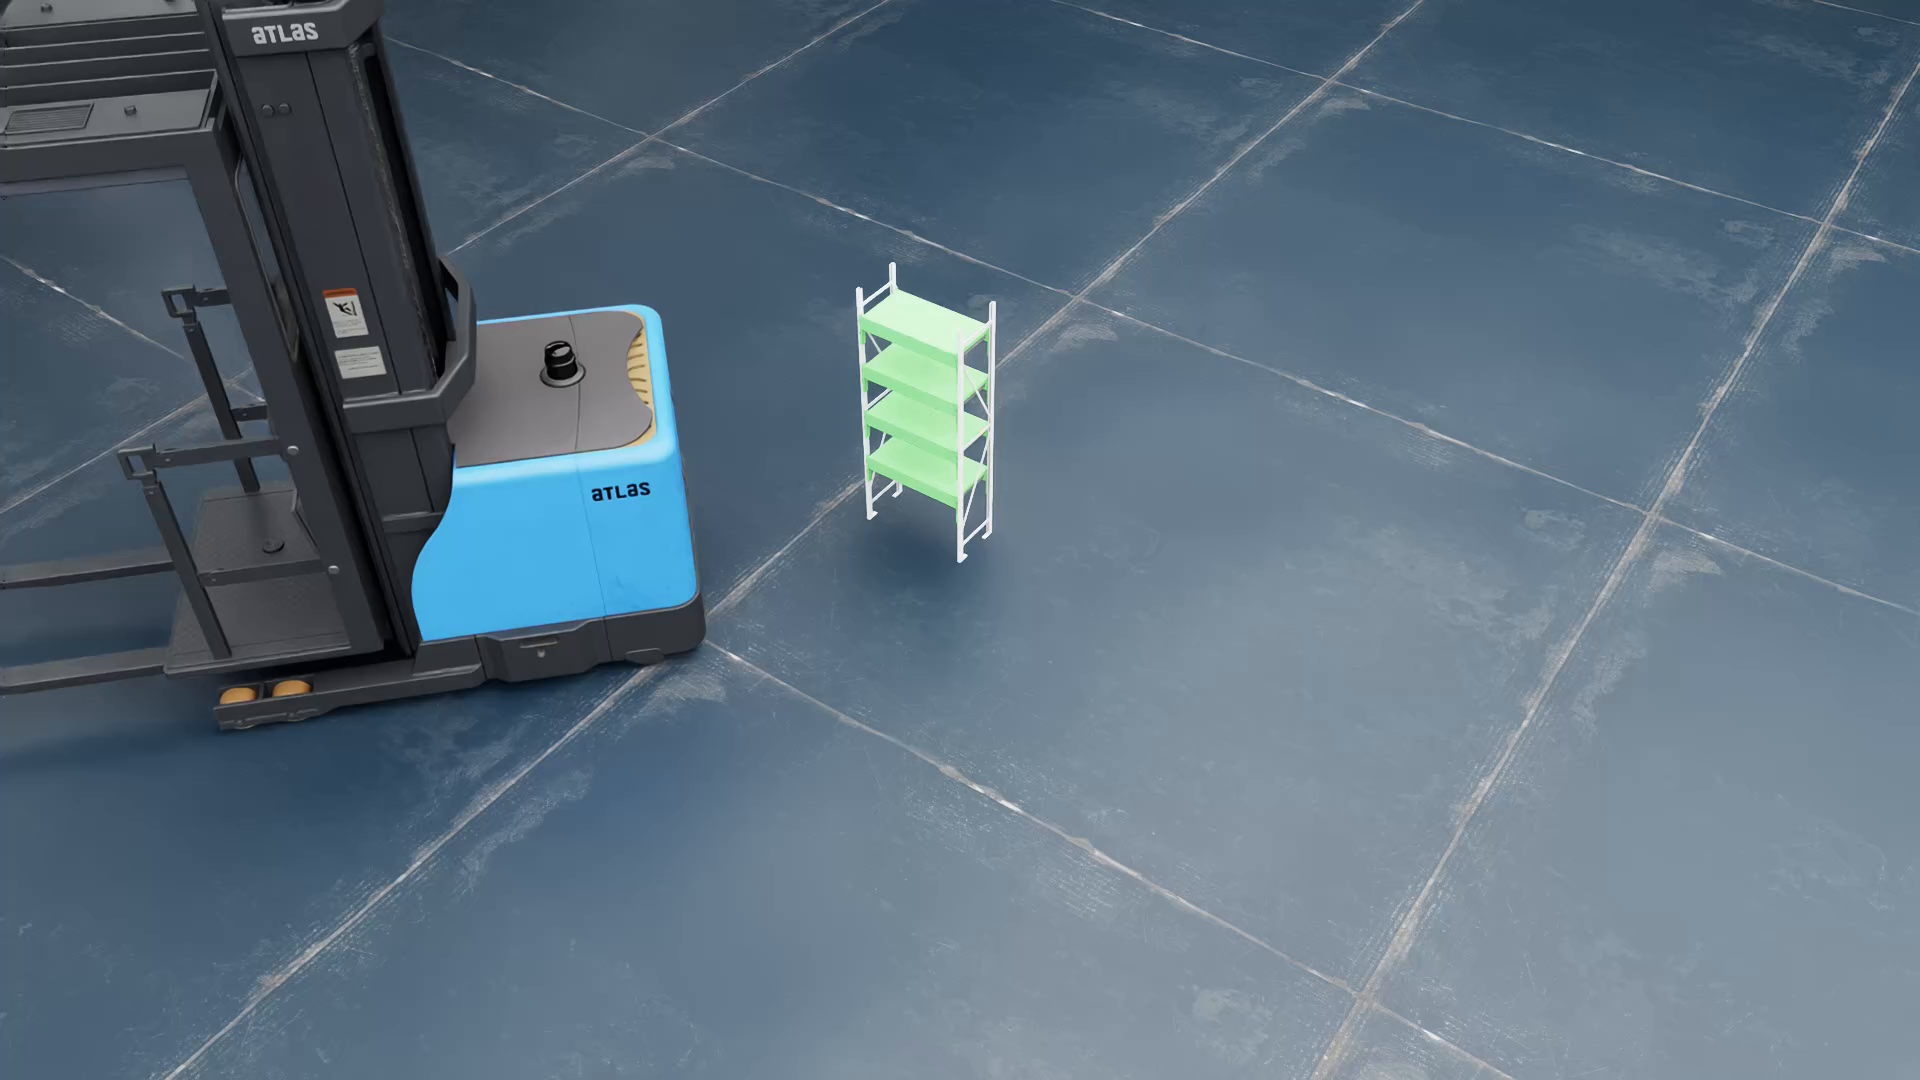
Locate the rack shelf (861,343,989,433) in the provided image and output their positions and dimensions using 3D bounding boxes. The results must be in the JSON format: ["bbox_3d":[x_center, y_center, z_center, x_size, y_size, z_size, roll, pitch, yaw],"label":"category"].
[{"bbox_3d":[-0.136,-0.642,6.803,0.480,0.148,0.258,25,48,25],"label":"rack shelf"}]

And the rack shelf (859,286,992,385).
[{"bbox_3d":[-0.136,-0.821,6.643,0.480,0.148,0.258,25,48,25],"label":"rack shelf"}]

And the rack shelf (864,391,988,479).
[{"bbox_3d":[-0.136,-0.463,6.963,0.480,0.148,0.258,25,48,25],"label":"rack shelf"}]

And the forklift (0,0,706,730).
[{"bbox_3d":[-2.596,-0.747,5.887,3.031,2.935,1.130,-8,42,-9],"label":"forklift"}]

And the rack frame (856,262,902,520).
[{"bbox_3d":[-0.335,-0.604,7.025,0.015,1.200,0.240,25,48,25],"label":"rack frame"}]

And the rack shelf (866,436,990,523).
[{"bbox_3d":[-0.136,-0.284,7.123,0.480,0.148,0.258,25,48,25],"label":"rack shelf"}]

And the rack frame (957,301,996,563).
[{"bbox_3d":[0.064,-0.417,6.816,0.015,1.200,0.240,25,48,25],"label":"rack frame"}]

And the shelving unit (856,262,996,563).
[{"bbox_3d":[-0.136,-0.511,6.921,0.503,1.200,0.258,25,48,25],"label":"shelving unit"}]
